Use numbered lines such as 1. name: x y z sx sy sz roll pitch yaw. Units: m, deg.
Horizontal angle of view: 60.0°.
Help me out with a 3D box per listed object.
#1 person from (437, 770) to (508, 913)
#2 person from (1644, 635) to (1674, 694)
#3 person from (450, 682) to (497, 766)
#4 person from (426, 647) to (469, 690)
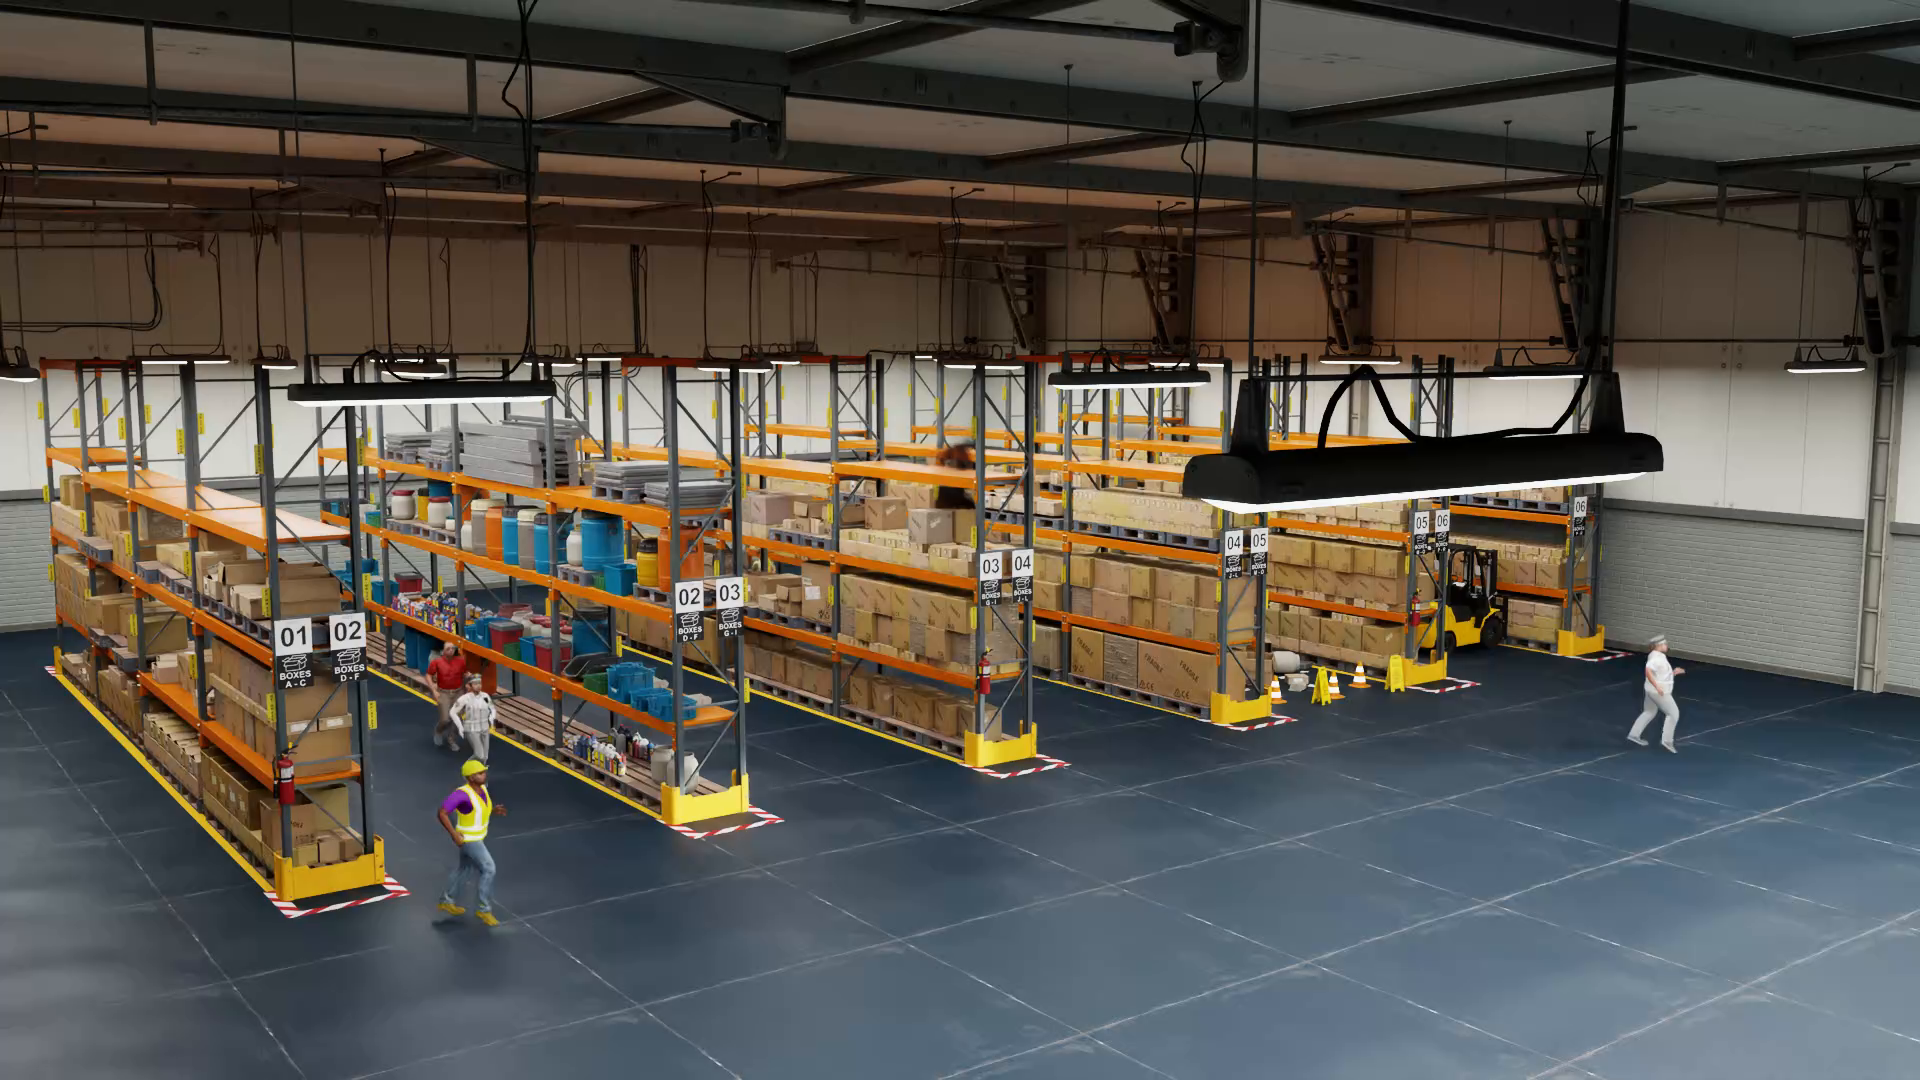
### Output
1. person: -5.343 3.224 18.140 0.780 1.624 0.686 0 7 0
2. person: 10.758 1.904 25.657 0.486 0.901 0.613 1 7 5
3. person: -6.805 2.693 23.474 0.508 1.551 0.612 7 10 44
4. person: -7.893 1.987 25.715 0.650 0.662 0.370 -5 9 -37
